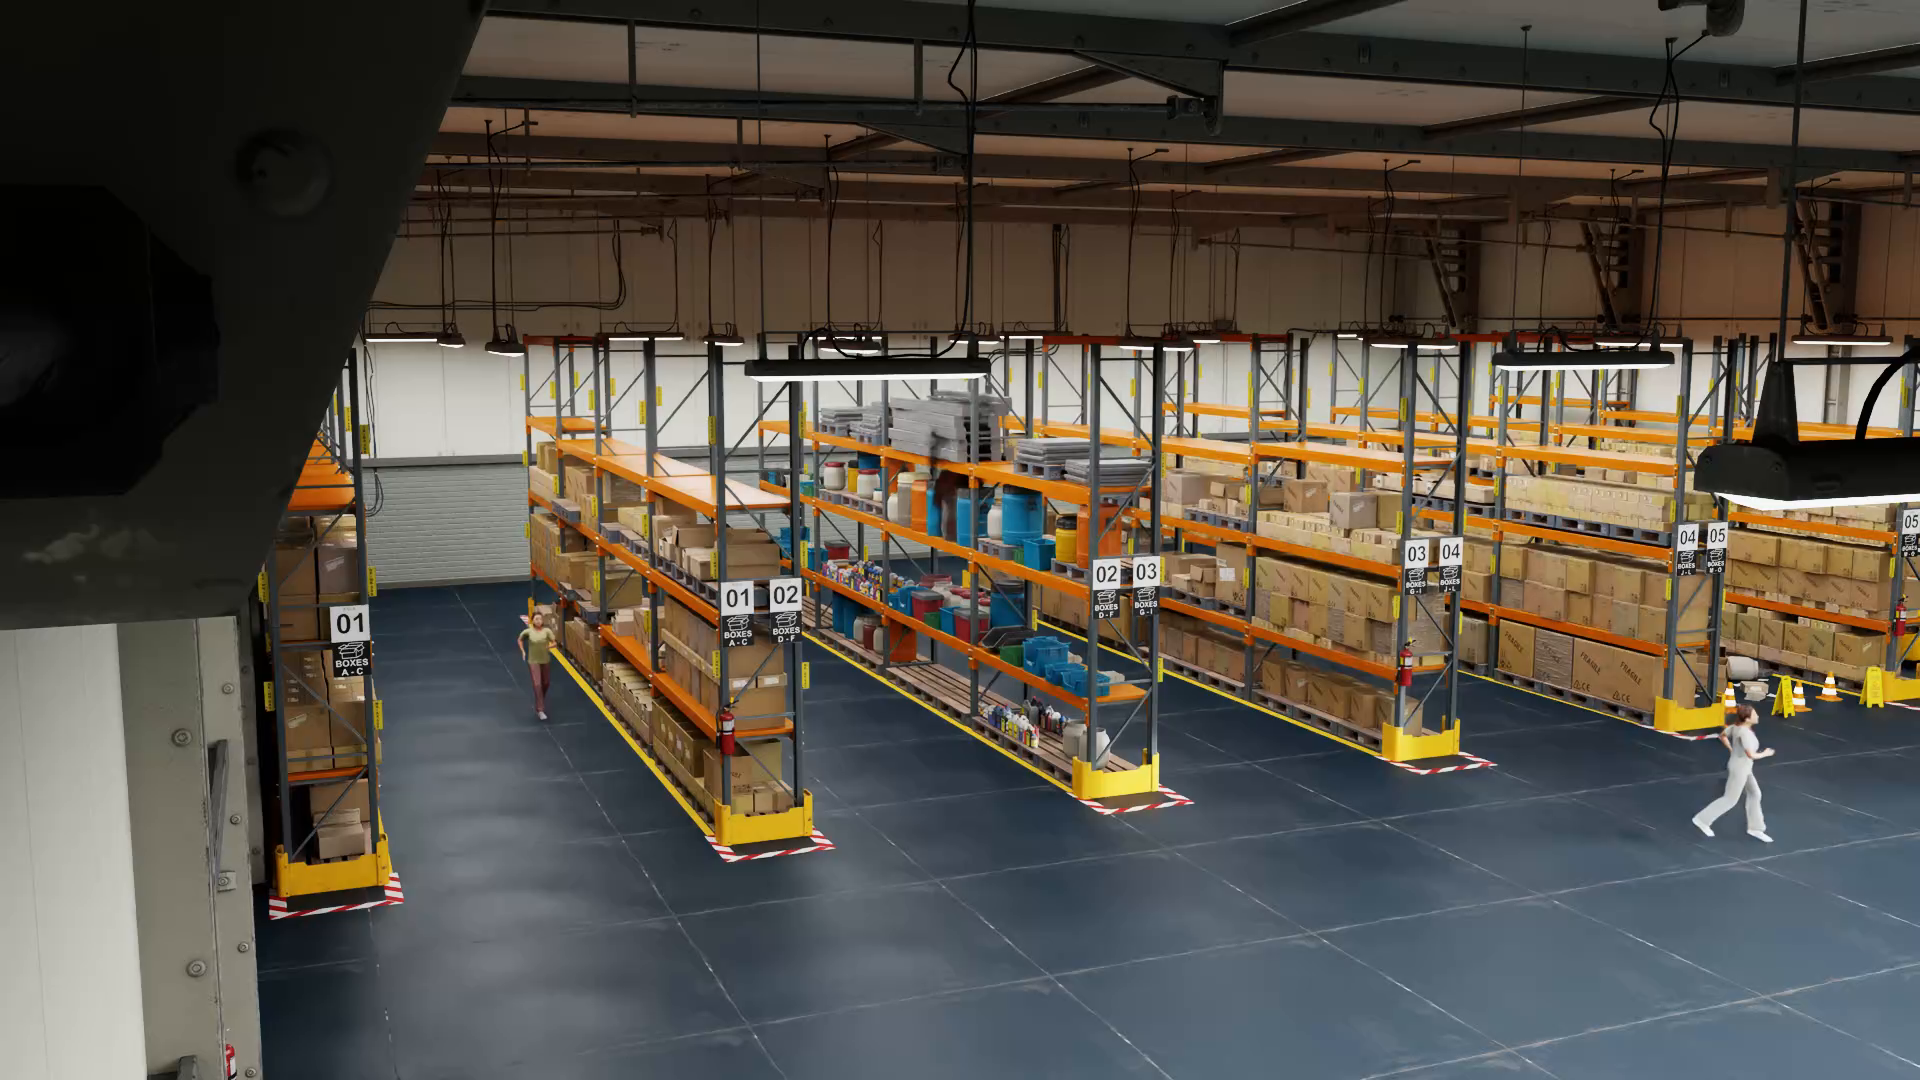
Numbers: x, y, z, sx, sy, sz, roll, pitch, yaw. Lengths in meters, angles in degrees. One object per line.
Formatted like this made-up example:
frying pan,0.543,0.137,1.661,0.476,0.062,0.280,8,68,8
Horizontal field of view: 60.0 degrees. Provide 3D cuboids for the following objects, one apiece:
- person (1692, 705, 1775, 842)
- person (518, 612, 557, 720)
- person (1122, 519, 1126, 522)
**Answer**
person,9.410,2.828,20.190,0.955,1.695,0.575,2,8,14
person,-6.712,1.958,26.531,0.574,1.655,0.969,-4,8,-26
person,3.845,0.051,40.762,0.699,1.749,0.886,7,11,44
